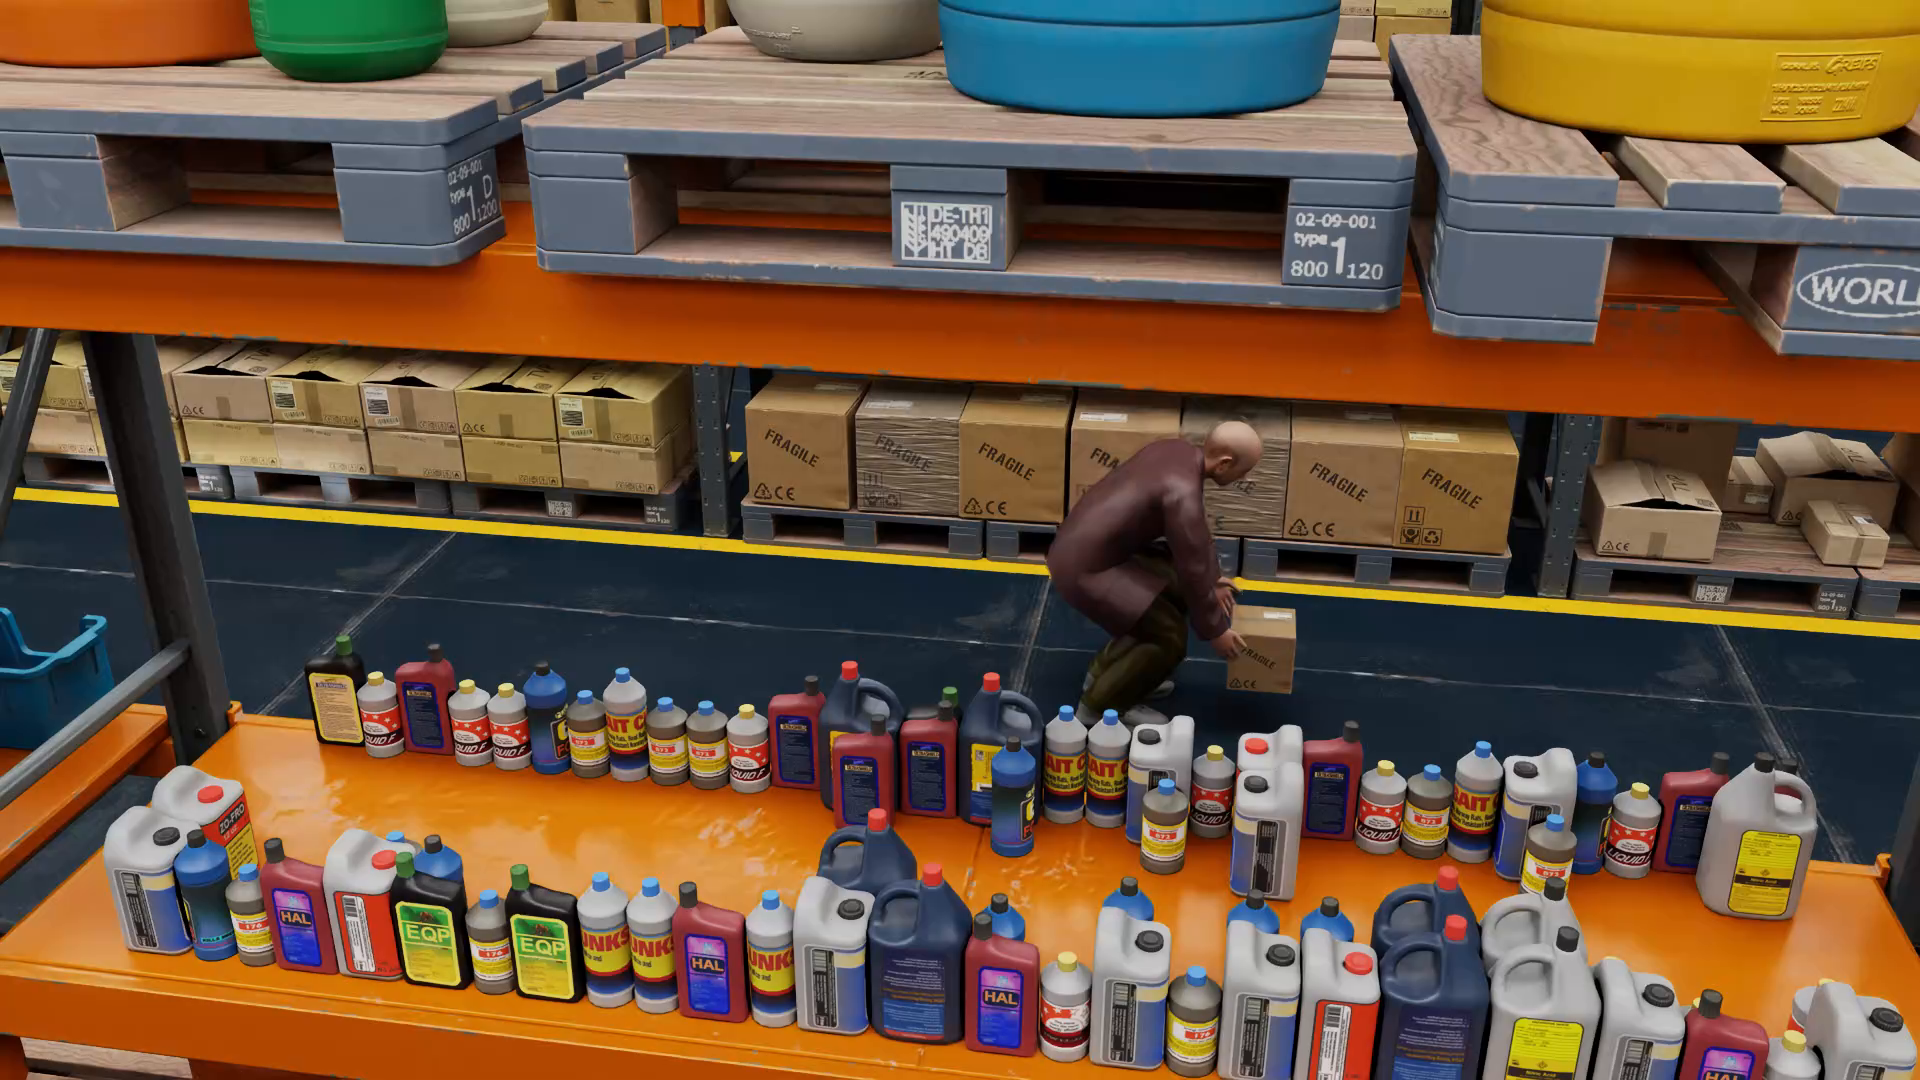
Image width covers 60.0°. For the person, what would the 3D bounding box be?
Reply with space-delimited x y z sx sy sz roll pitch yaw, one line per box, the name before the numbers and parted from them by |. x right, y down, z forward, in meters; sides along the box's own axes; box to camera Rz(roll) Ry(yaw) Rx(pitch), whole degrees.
person | 0.739 0.146 6.530 0.797 1.176 0.630 4 25 9
